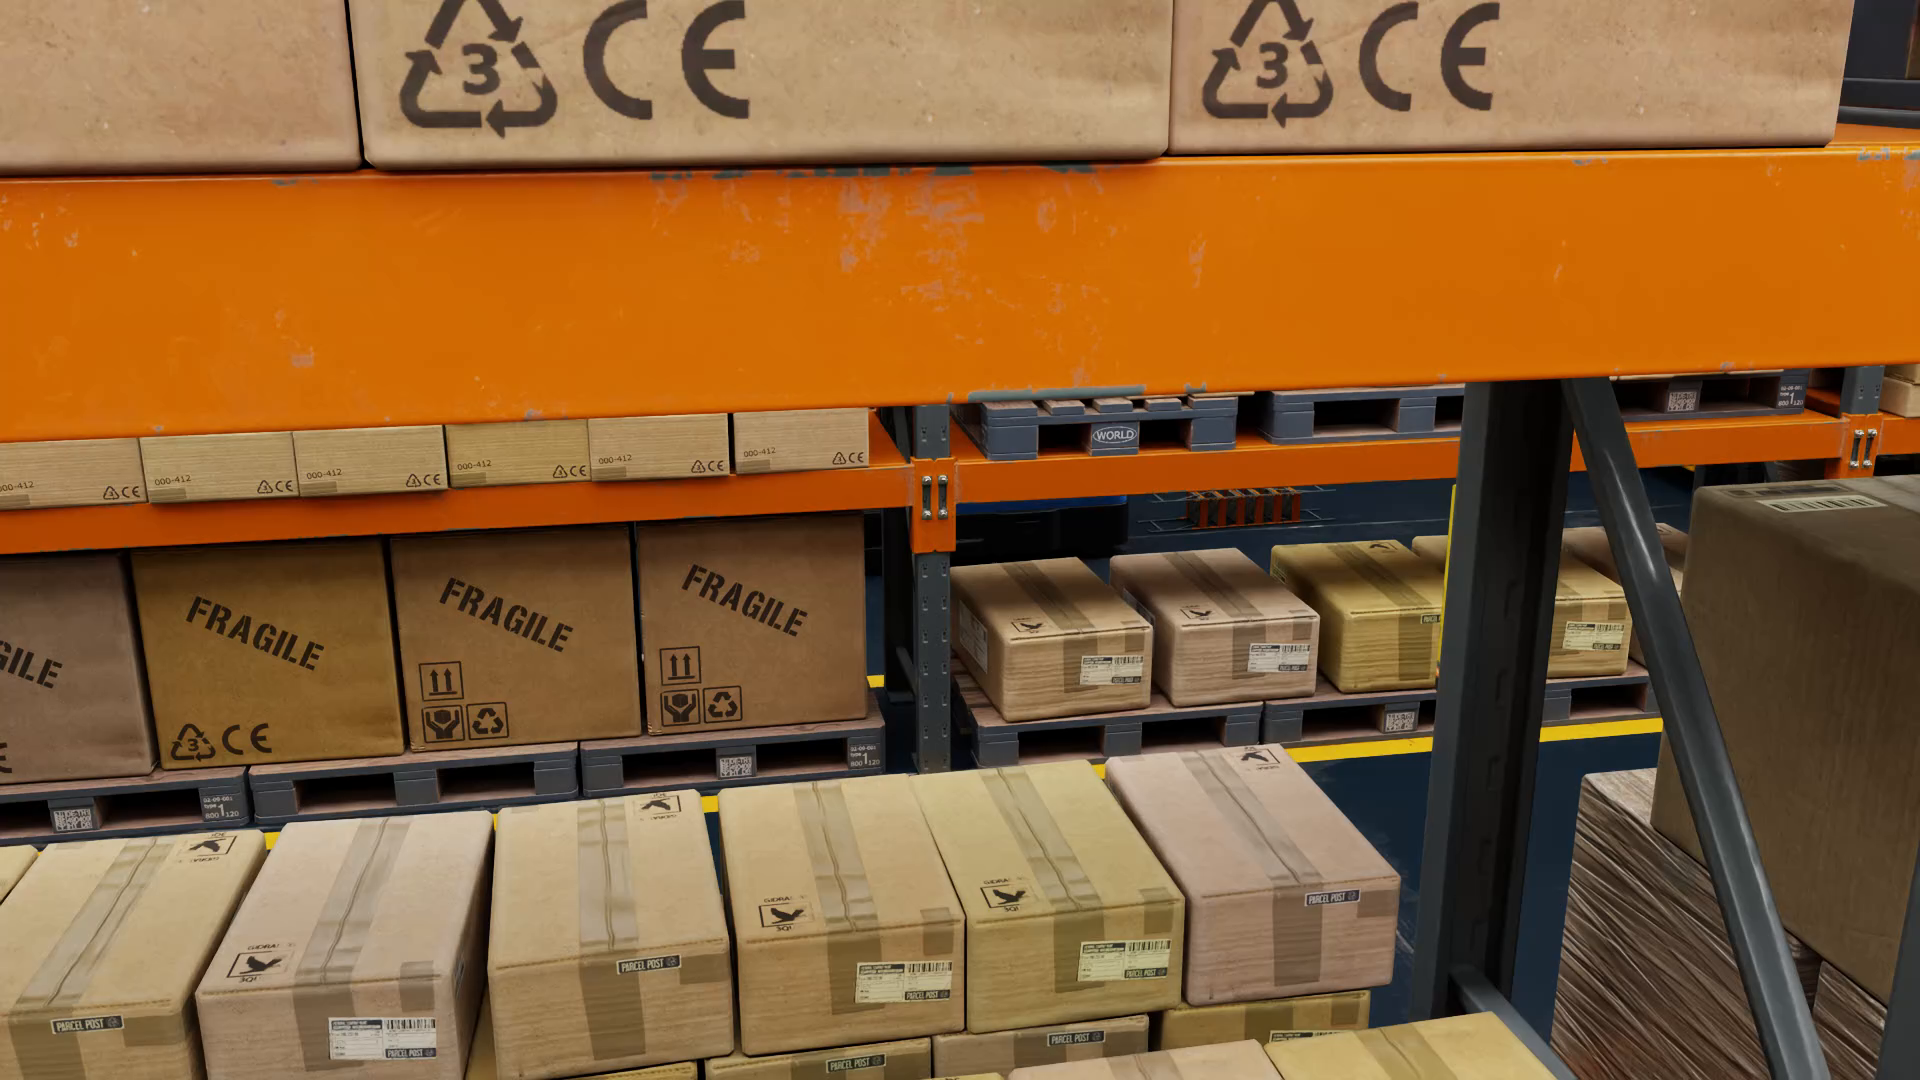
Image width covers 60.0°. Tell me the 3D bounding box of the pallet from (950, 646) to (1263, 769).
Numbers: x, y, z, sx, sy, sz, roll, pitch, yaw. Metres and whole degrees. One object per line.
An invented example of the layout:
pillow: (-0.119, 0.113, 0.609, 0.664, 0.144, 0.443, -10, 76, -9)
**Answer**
pallet: (0.574, 0.669, 7.273, 1.213, 0.211, 1.003, -3, 17, -10)

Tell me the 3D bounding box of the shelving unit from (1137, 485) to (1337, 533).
shelving unit: (1.693, -0.208, 10.158, 1.200, 0.189, 0.258, -4, 18, -13)

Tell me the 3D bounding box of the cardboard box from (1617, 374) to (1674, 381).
cardboard box: (2.772, -0.781, 6.959, 0.250, 0.149, 0.380, -4, 17, -11)

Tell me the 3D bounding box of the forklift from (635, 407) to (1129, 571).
forklift: (-0.607, -1.361, 9.250, 3.031, 2.935, 1.130, -4, 17, -12)

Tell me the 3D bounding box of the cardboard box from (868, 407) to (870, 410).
cardboard box: (-0.524, -1.147, 11.768, 0.625, 0.625, 0.875, -3, 17, -9)

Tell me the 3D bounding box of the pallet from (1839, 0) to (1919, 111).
pallet: (1.467, -0.594, 1.849, 1.003, 0.211, 1.213, -2, 17, -8)

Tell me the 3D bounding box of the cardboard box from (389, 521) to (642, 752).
cardboard box: (-1.764, 0.258, 6.768, 0.875, 0.875, 0.875, -3, 17, -10)

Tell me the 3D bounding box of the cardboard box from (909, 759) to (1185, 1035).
cardboard box: (0.091, 0.422, 2.030, 0.250, 0.149, 0.380, -4, 17, -12)

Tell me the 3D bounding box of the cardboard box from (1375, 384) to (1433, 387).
cardboard box: (1.757, -0.742, 6.830, 0.250, 0.149, 0.380, -3, 17, -9)

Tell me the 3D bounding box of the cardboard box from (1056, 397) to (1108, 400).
cardboard box: (0.445, -0.672, 6.602, 0.250, 0.149, 0.380, -4, 18, -14)

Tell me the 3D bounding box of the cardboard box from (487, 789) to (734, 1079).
cardboard box: (-0.411, 0.449, 1.942, 0.250, 0.149, 0.380, -4, 18, -13)

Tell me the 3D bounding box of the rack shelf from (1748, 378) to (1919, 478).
rack shelf: (5.698, -0.611, 7.916, 4.000, 0.370, 1.077, -3, 17, -10)

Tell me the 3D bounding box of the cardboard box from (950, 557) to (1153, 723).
cardboard box: (0.363, 0.406, 7.140, 0.625, 0.372, 0.950, -4, 18, -14)

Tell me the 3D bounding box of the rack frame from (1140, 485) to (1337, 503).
rack frame: (1.693, -0.295, 10.131, 1.200, 0.006, 0.240, -4, 18, -13)

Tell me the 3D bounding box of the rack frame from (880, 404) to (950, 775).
rack frame: (-0.193, -0.620, 6.723, 0.127, 3.000, 1.000, -3, 17, -10)

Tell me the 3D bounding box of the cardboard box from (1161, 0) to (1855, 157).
cardboard box: (0.332, -0.576, 1.298, 0.500, 0.500, 0.500, -3, 17, -10)

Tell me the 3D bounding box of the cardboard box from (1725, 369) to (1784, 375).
cardboard box: (3.281, -0.816, 7.071, 0.250, 0.149, 0.380, -3, 17, -10)

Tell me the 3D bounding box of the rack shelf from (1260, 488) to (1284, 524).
rack shelf: (1.883, -0.221, 10.201, 0.103, 0.180, 0.258, -4, 18, -13)

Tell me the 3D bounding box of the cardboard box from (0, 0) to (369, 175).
cardboard box: (-0.648, -0.517, 1.108, 0.500, 0.500, 0.500, -3, 17, -10)

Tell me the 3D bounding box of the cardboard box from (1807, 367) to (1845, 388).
cardboard box: (3.992, -0.829, 7.829, 0.250, 0.149, 0.380, -3, 17, -11)

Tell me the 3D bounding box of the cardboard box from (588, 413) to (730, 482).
cardboard box: (-1.139, -0.413, 6.302, 0.500, 0.250, 0.500, -3, 17, -9)

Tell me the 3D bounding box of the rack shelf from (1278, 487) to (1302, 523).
rack shelf: (2.000, -0.229, 10.228, 0.103, 0.180, 0.258, -4, 18, -13)

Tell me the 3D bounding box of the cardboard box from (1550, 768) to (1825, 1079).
cardboard box: (1.236, 0.651, 2.414, 0.500, 0.500, 0.500, -3, 17, -10)

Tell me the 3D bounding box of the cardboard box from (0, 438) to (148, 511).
cardboard box: (-3.131, -0.304, 5.947, 0.500, 0.250, 0.500, -4, 17, -12)

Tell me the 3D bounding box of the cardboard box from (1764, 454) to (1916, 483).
cardboard box: (4.264, -0.198, 8.039, 0.500, 0.500, 0.500, -3, 17, -11)

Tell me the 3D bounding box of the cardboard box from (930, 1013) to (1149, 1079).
cardboard box: (0.066, 0.563, 2.076, 0.250, 0.149, 0.380, -2, 17, -8)

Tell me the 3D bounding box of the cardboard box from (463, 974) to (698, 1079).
cardboard box: (-0.443, 0.593, 1.979, 0.250, 0.149, 0.380, -3, 17, -10)

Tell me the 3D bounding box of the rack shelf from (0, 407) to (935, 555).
rack shelf: (-2.157, -0.165, 6.466, 4.000, 0.370, 1.077, -3, 17, -10)

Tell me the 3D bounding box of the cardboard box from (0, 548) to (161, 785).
cardboard box: (-3.527, 0.360, 6.435, 0.875, 0.875, 0.875, -3, 17, -9)

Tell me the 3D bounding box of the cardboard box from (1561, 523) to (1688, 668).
cardboard box: (3.219, 0.242, 7.675, 0.625, 0.372, 0.950, -3, 17, -10)

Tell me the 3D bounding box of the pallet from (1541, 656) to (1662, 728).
pallet: (2.970, 0.534, 7.715, 1.213, 0.211, 1.003, -3, 17, -10)

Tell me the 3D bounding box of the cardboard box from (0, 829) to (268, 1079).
cardboard box: (-0.936, 0.479, 1.841, 0.250, 0.149, 0.380, -3, 17, -9)

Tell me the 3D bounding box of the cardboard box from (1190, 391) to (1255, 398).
cardboard box: (0.996, -0.683, 6.639, 0.250, 0.149, 0.380, -3, 17, -10)

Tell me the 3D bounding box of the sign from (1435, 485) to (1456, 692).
sign: (0.736, 0.088, 2.446, 0.005, 0.325, 0.100, -3, 17, -10)

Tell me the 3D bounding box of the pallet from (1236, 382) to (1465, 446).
pallet: (1.742, -0.651, 7.148, 1.213, 0.211, 1.003, -3, 17, -10)

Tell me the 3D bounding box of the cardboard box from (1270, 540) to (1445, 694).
cardboard box: (1.832, 0.322, 7.414, 0.625, 0.372, 0.950, -3, 17, -9)

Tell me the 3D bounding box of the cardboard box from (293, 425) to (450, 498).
cardboard box: (-2.132, -0.353, 6.107, 0.500, 0.250, 0.500, -4, 17, -11)

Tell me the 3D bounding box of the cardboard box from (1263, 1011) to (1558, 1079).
cardboard box: (0.451, 0.595, 1.464, 0.250, 0.149, 0.380, -4, 18, -13)

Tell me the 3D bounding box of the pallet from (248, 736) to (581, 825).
pallet: (-2.177, 0.802, 6.842, 1.213, 0.211, 1.003, -3, 17, -10)

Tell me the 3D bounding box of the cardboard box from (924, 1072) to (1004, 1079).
cardboard box: (-0.054, 0.623, 1.373, 0.250, 0.149, 0.380, -3, 17, -9)

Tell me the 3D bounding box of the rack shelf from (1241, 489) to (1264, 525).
rack shelf: (1.767, -0.213, 10.175, 0.103, 0.180, 0.258, -4, 18, -13)
